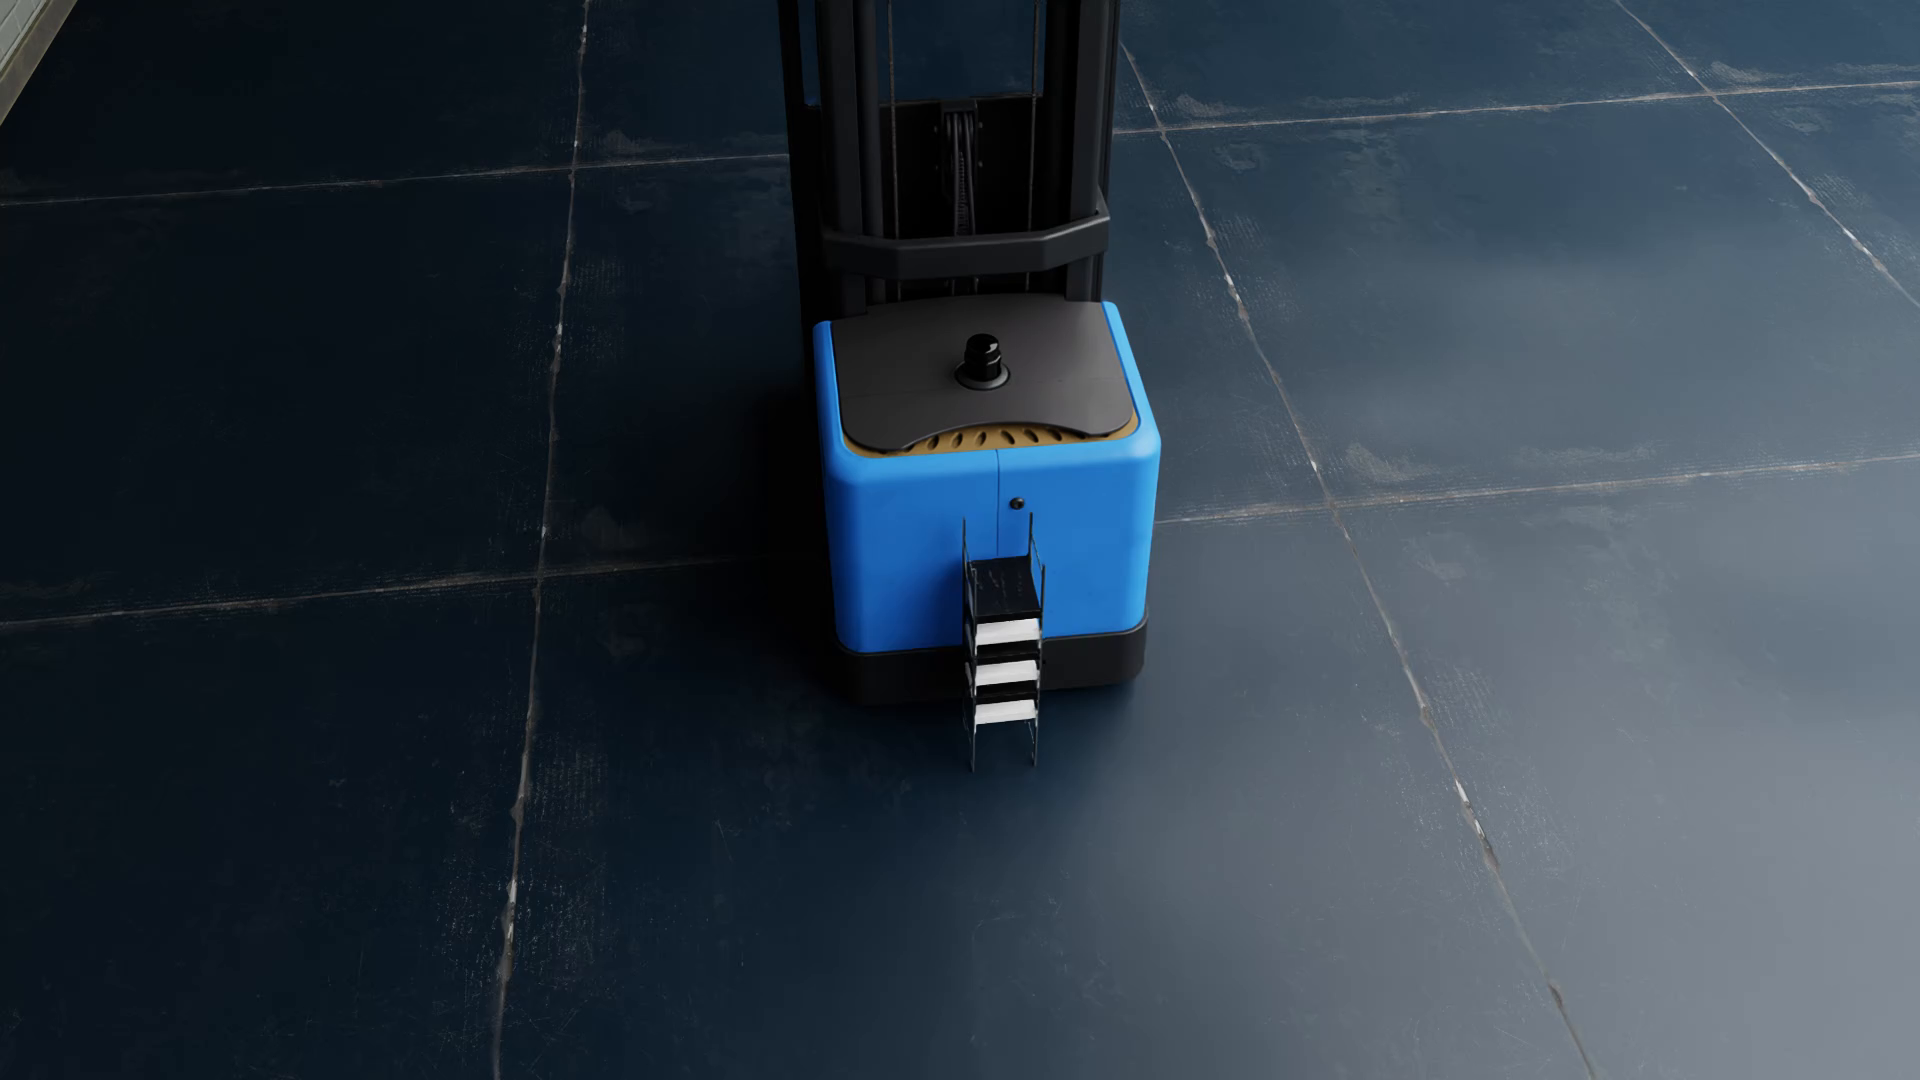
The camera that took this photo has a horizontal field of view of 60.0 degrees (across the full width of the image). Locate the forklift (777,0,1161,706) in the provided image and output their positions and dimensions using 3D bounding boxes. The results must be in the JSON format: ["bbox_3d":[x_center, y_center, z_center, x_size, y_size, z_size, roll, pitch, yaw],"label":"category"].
[{"bbox_3d":[-0.063,-1.524,5.751,1.130,2.935,3.031,-5,42,-5],"label":"forklift"}]

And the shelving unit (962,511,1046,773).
[{"bbox_3d":[0.128,0.336,5.204,0.210,0.900,0.258,-5,43,-6],"label":"shelving unit"}]

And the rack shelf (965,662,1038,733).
[{"bbox_3d":[0.128,0.493,5.348,0.200,0.077,0.258,-5,43,-6],"label":"rack shelf"}]

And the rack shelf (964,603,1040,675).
[{"bbox_3d":[0.128,0.294,5.166,0.200,0.077,0.258,-5,43,-6],"label":"rack shelf"}]

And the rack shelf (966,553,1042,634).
[{"bbox_3d":[0.129,0.161,5.044,0.200,0.077,0.258,-5,43,-6],"label":"rack shelf"}]

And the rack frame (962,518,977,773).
[{"bbox_3d":[0.028,0.345,5.193,0.006,0.900,0.240,-5,43,-6],"label":"rack frame"}]

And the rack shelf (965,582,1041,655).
[{"bbox_3d":[0.128,0.228,5.105,0.200,0.077,0.258,-5,43,-6],"label":"rack shelf"}]

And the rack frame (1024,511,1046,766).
[{"bbox_3d":[0.229,0.326,5.215,0.006,0.900,0.240,-5,43,-6],"label":"rack frame"}]

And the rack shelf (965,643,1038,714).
[{"bbox_3d":[0.128,0.427,5.287,0.200,0.077,0.258,-5,43,-6],"label":"rack shelf"}]

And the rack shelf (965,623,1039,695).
[{"bbox_3d":[0.128,0.360,5.227,0.200,0.077,0.258,-5,43,-6],"label":"rack shelf"}]
